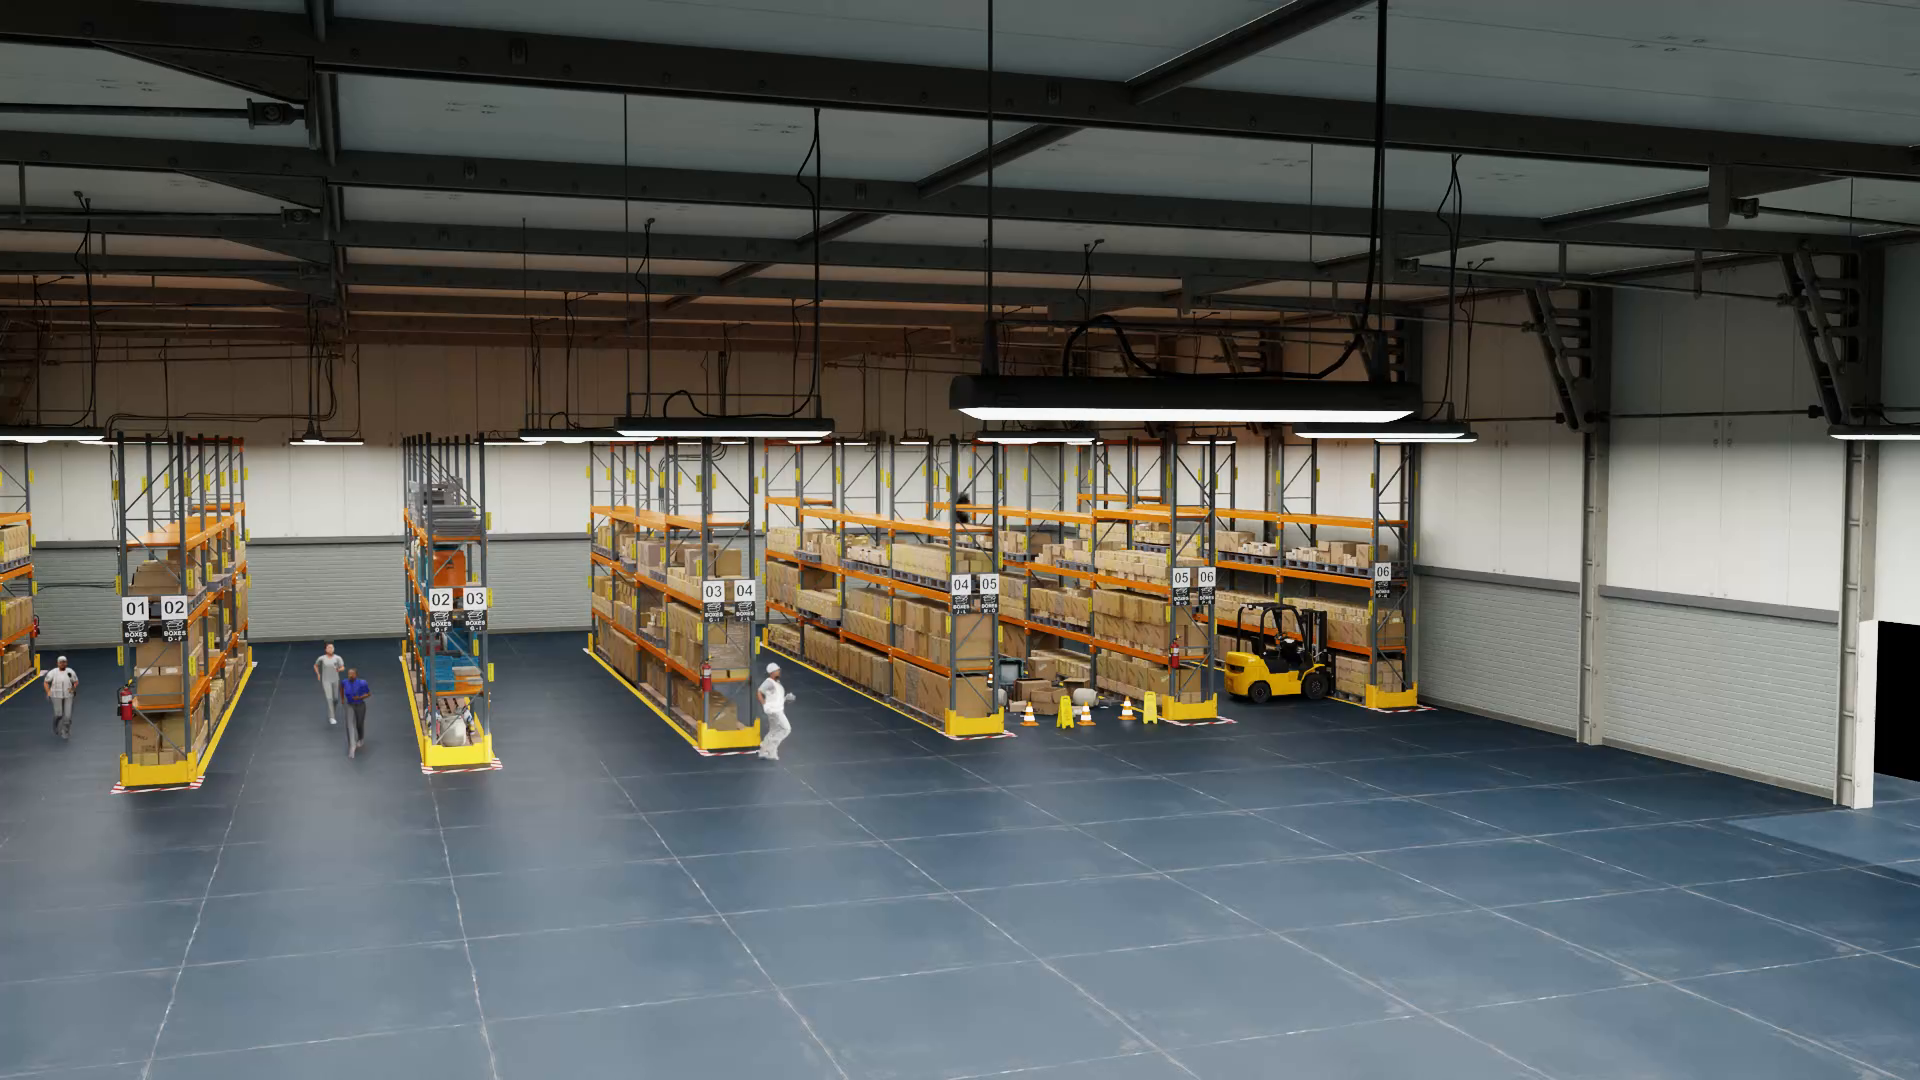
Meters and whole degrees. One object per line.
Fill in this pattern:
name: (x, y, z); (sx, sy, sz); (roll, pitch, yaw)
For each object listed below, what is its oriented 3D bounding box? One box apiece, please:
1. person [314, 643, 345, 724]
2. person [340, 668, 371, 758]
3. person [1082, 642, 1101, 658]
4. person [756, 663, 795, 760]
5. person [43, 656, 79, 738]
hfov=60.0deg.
person: (-13.103, 2.954, 34.599); (0.571, 1.647, 0.958); (-2, 4, -33)
person: (-11.311, 3.187, 31.136); (0.580, 1.653, 0.984); (-1, 3, -14)
person: (3.551, 2.394, 45.011); (0.592, 1.686, 0.779); (-1, 3, -22)
person: (-3.362, 3.143, 30.450); (0.688, 1.771, 0.663); (0, 3, 2)
person: (-17.650, 3.100, 32.704); (0.604, 1.625, 0.541); (-2, 4, -35)
